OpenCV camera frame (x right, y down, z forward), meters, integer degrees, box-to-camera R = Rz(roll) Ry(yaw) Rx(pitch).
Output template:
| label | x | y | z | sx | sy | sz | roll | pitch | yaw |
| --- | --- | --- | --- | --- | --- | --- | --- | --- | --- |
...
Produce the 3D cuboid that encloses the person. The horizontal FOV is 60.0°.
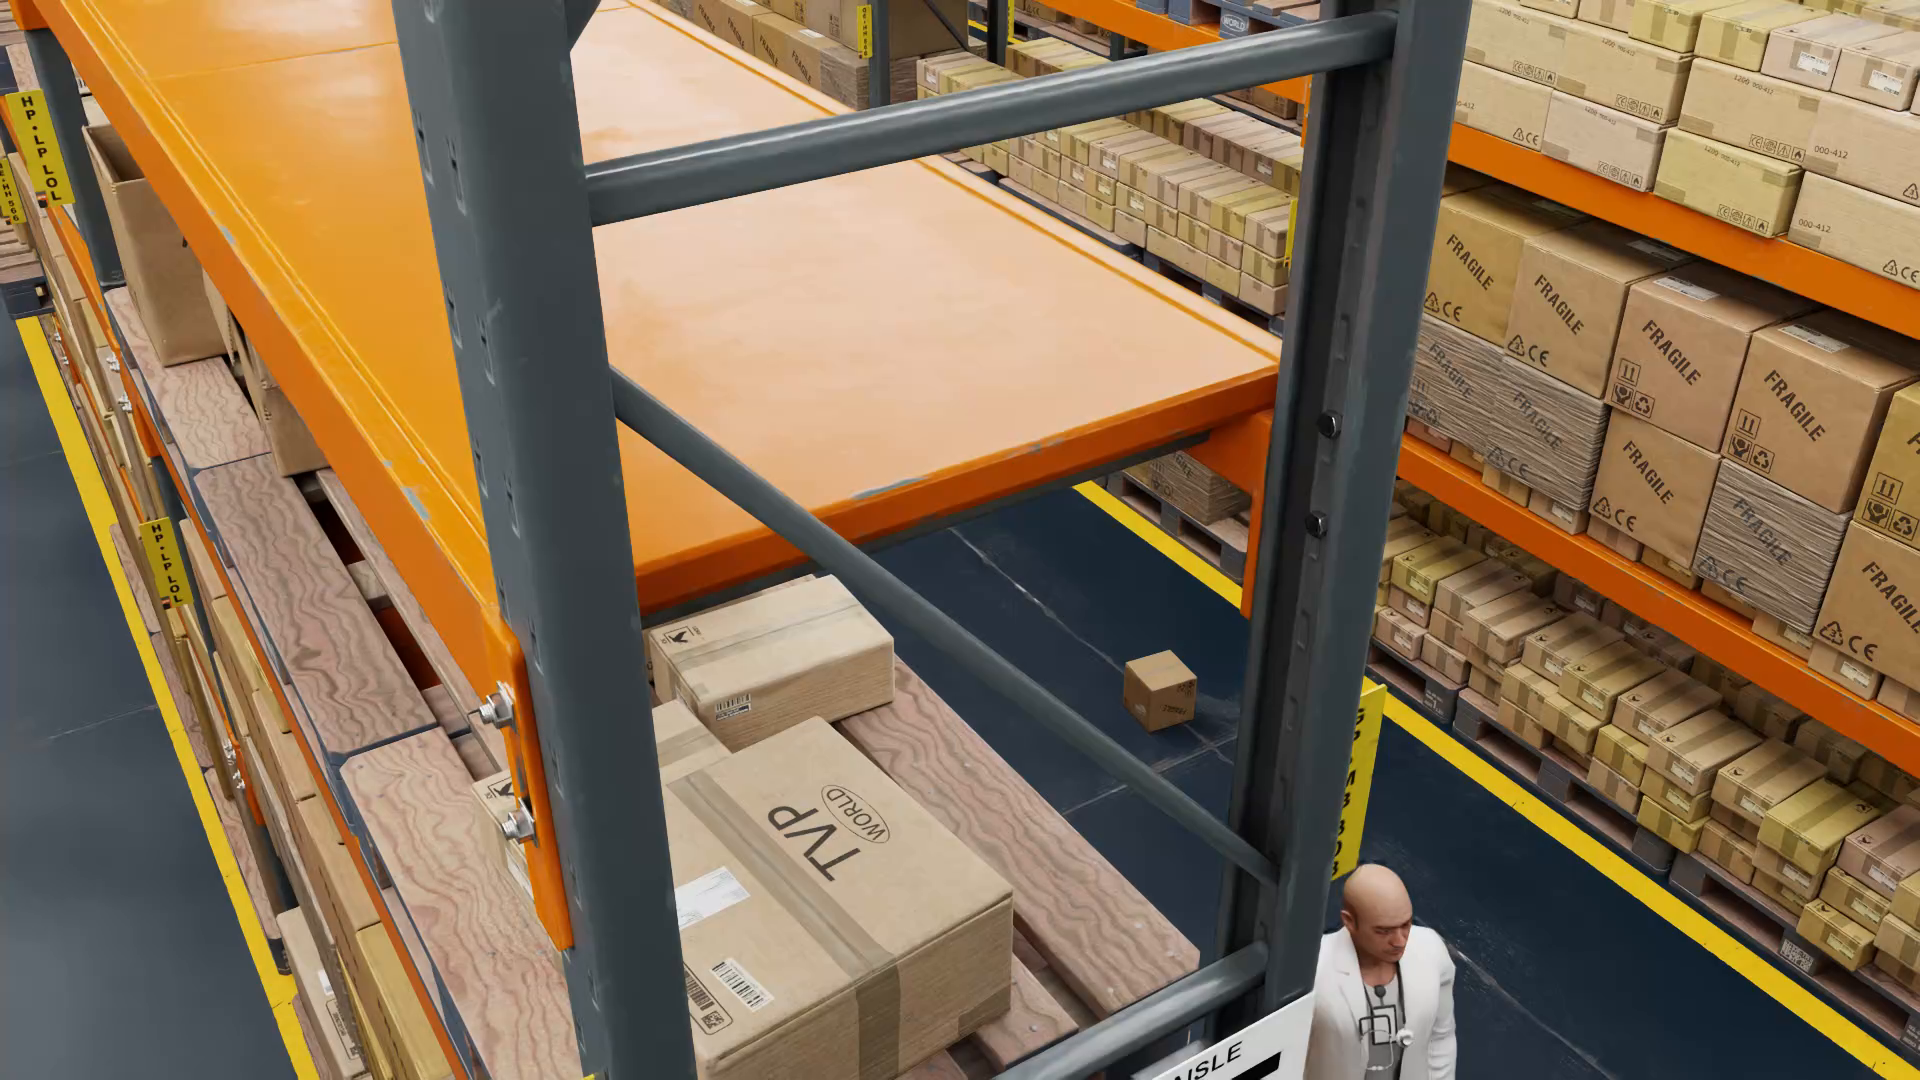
| label | x | y | z | sx | sy | sz | roll | pitch | yaw |
| --- | --- | --- | --- | --- | --- | --- | --- | --- | --- |
| person | 1.168 | 1.726 | 4.882 | 0.610 | 1.796 | 0.480 | -6 | 33 | -9 |
